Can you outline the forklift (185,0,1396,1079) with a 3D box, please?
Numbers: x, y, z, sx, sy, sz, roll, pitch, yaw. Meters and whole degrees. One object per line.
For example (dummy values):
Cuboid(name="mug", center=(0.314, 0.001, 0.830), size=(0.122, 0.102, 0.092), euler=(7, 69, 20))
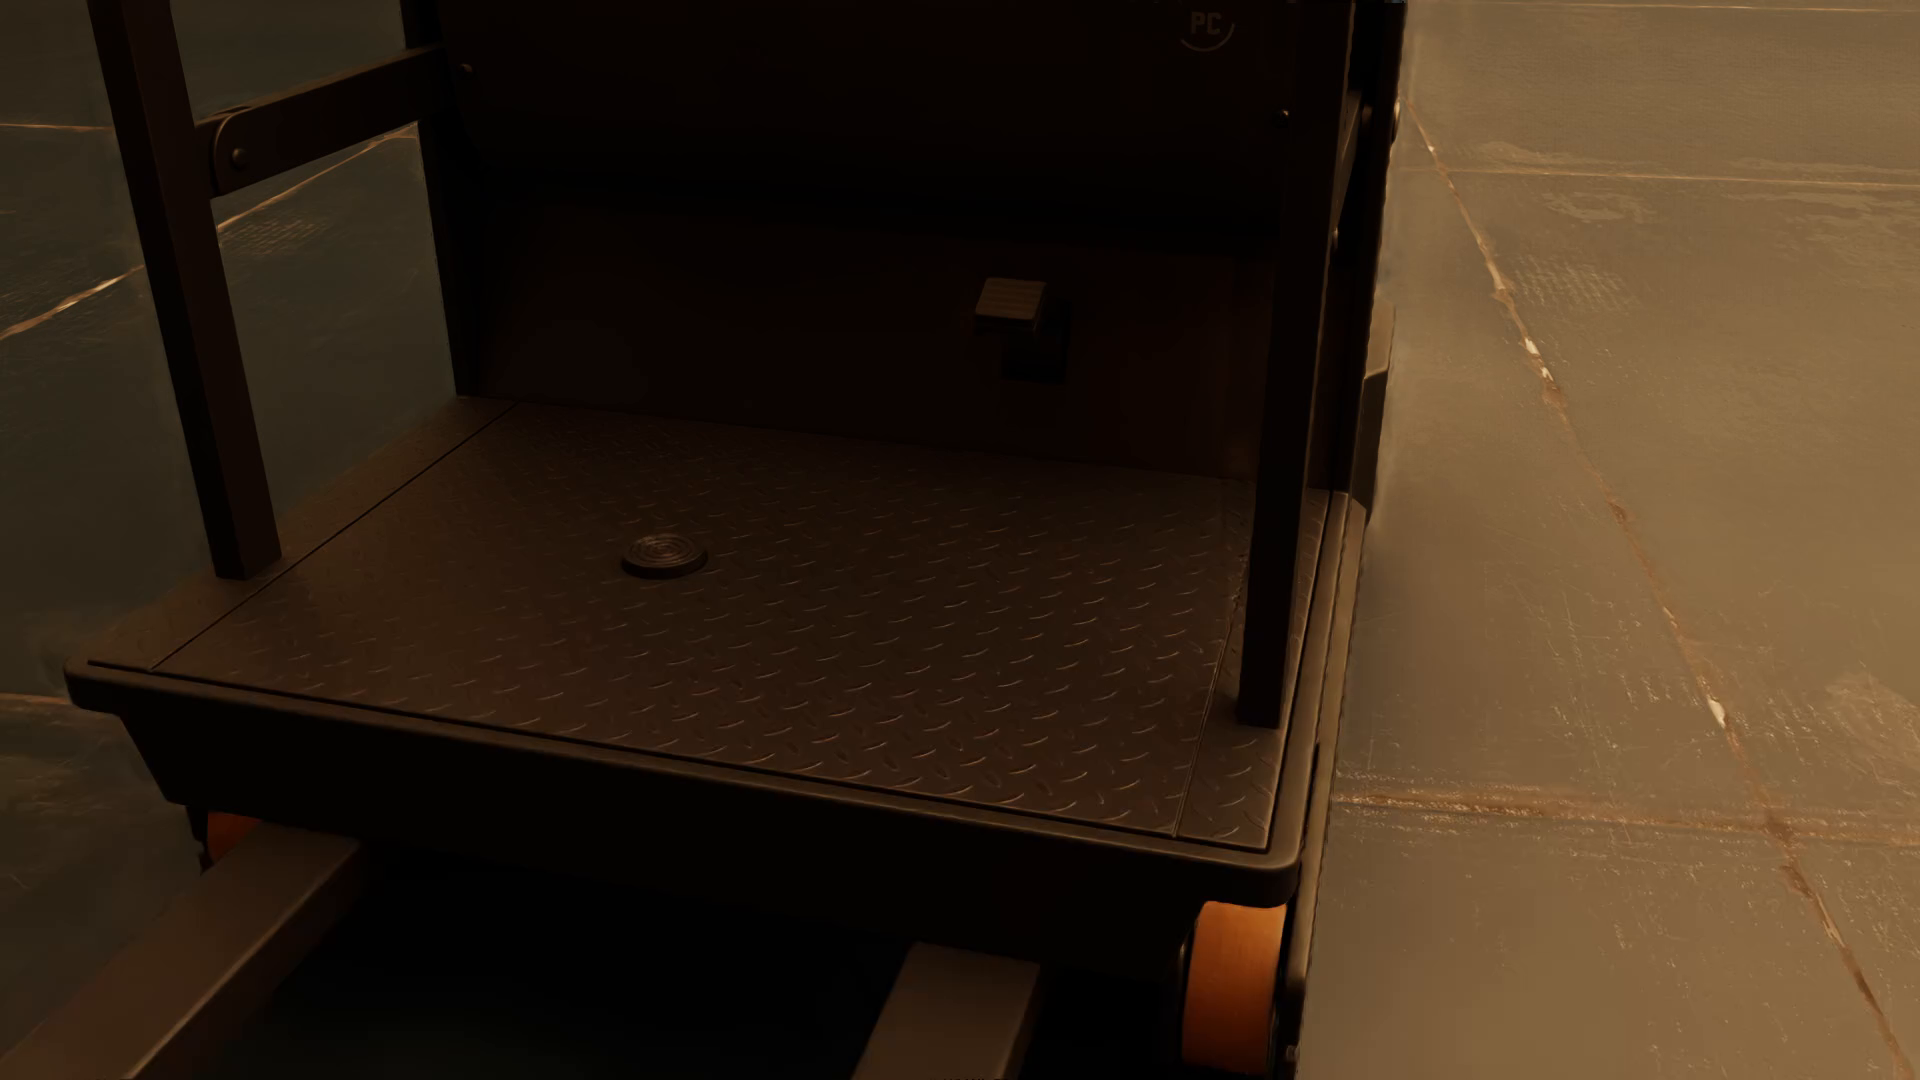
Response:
Cuboid(name="forklift", center=(-0.154, -1.017, 1.256), size=(1.130, 2.935, 3.031), euler=(7, 27, 14))
